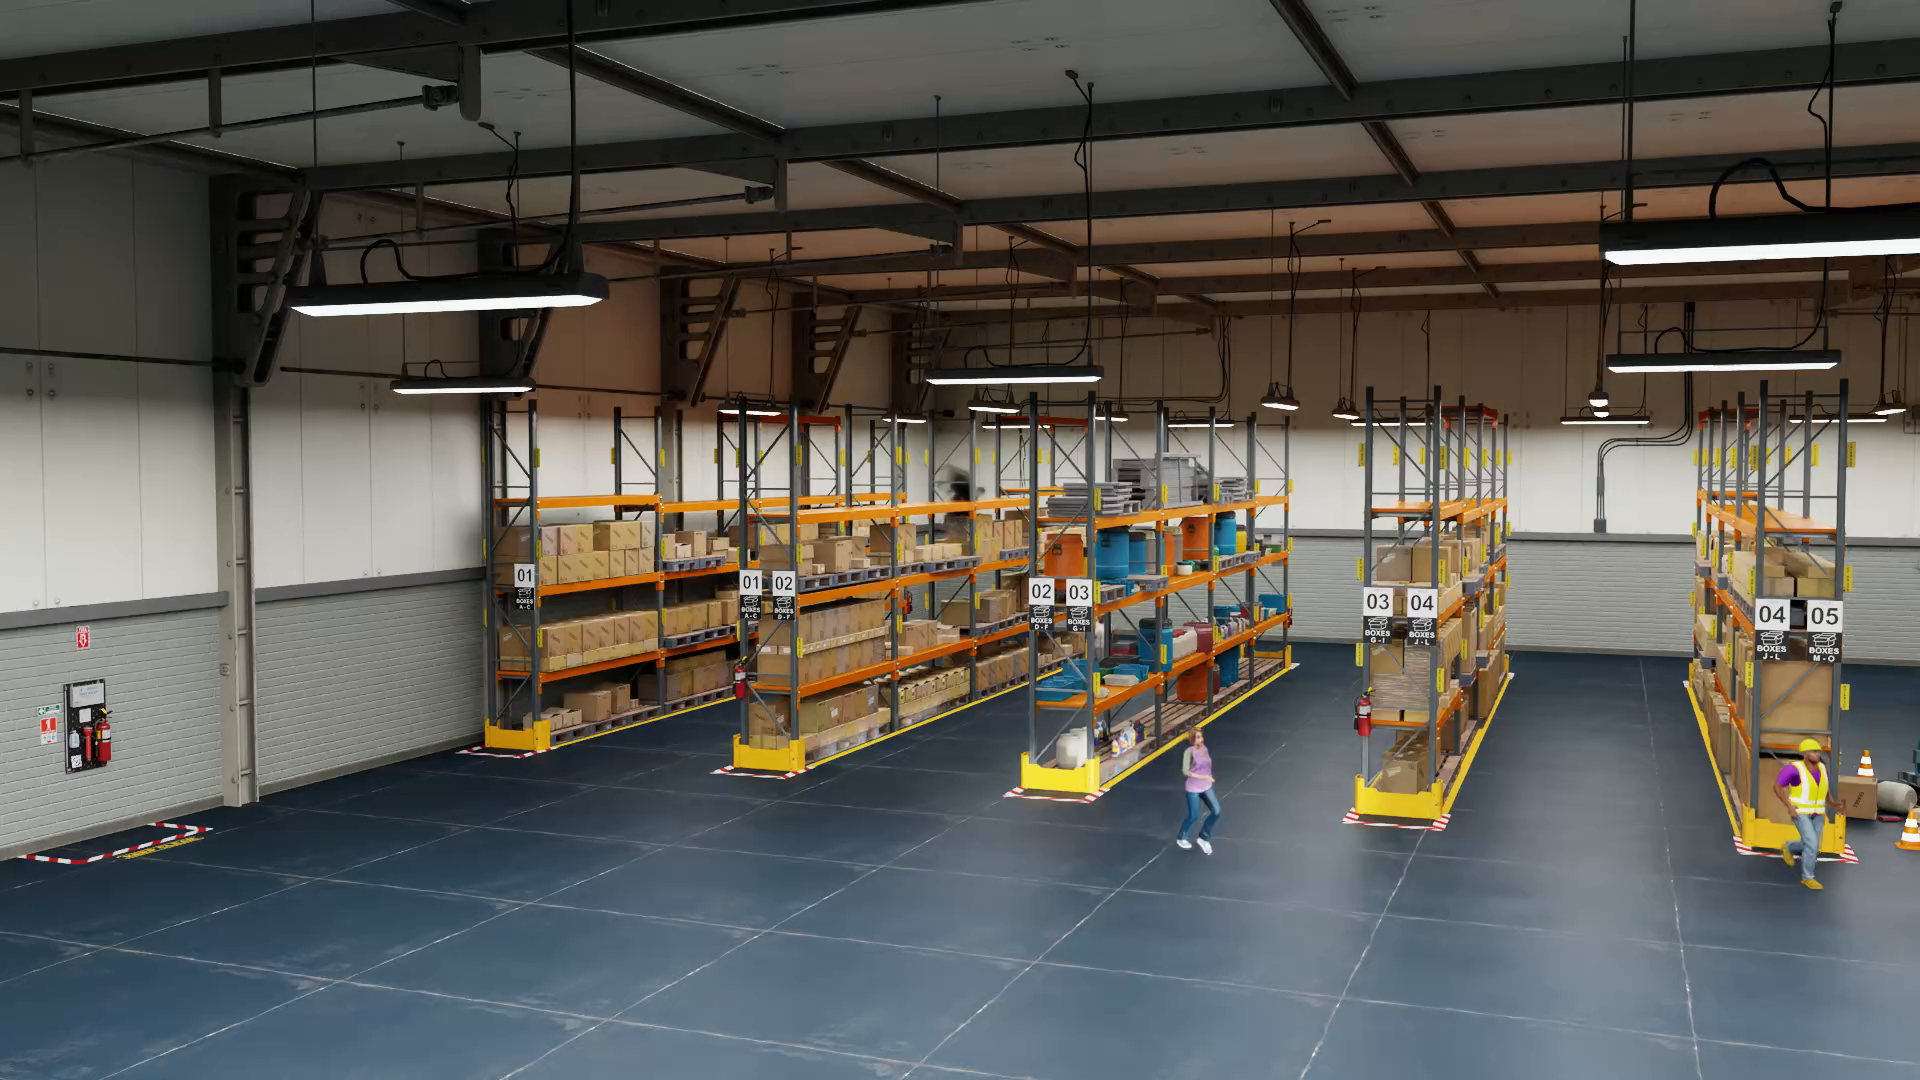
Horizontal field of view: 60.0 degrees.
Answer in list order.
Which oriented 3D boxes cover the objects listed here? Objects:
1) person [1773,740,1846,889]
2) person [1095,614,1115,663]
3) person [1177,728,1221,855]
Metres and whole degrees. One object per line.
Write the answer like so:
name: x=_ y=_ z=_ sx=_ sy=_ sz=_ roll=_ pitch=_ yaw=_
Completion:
person: x=9.888 y=3.180 z=19.558 sx=0.685 sy=1.721 sz=0.753 roll=-1 pitch=3 yaw=-15
person: x=3.080 y=2.372 z=36.240 sx=0.564 sy=1.754 sz=0.794 roll=1 pitch=3 yaw=13
person: x=3.020 y=3.183 z=21.050 sx=0.543 sy=1.583 sz=0.672 roll=-2 pitch=3 yaw=-33
